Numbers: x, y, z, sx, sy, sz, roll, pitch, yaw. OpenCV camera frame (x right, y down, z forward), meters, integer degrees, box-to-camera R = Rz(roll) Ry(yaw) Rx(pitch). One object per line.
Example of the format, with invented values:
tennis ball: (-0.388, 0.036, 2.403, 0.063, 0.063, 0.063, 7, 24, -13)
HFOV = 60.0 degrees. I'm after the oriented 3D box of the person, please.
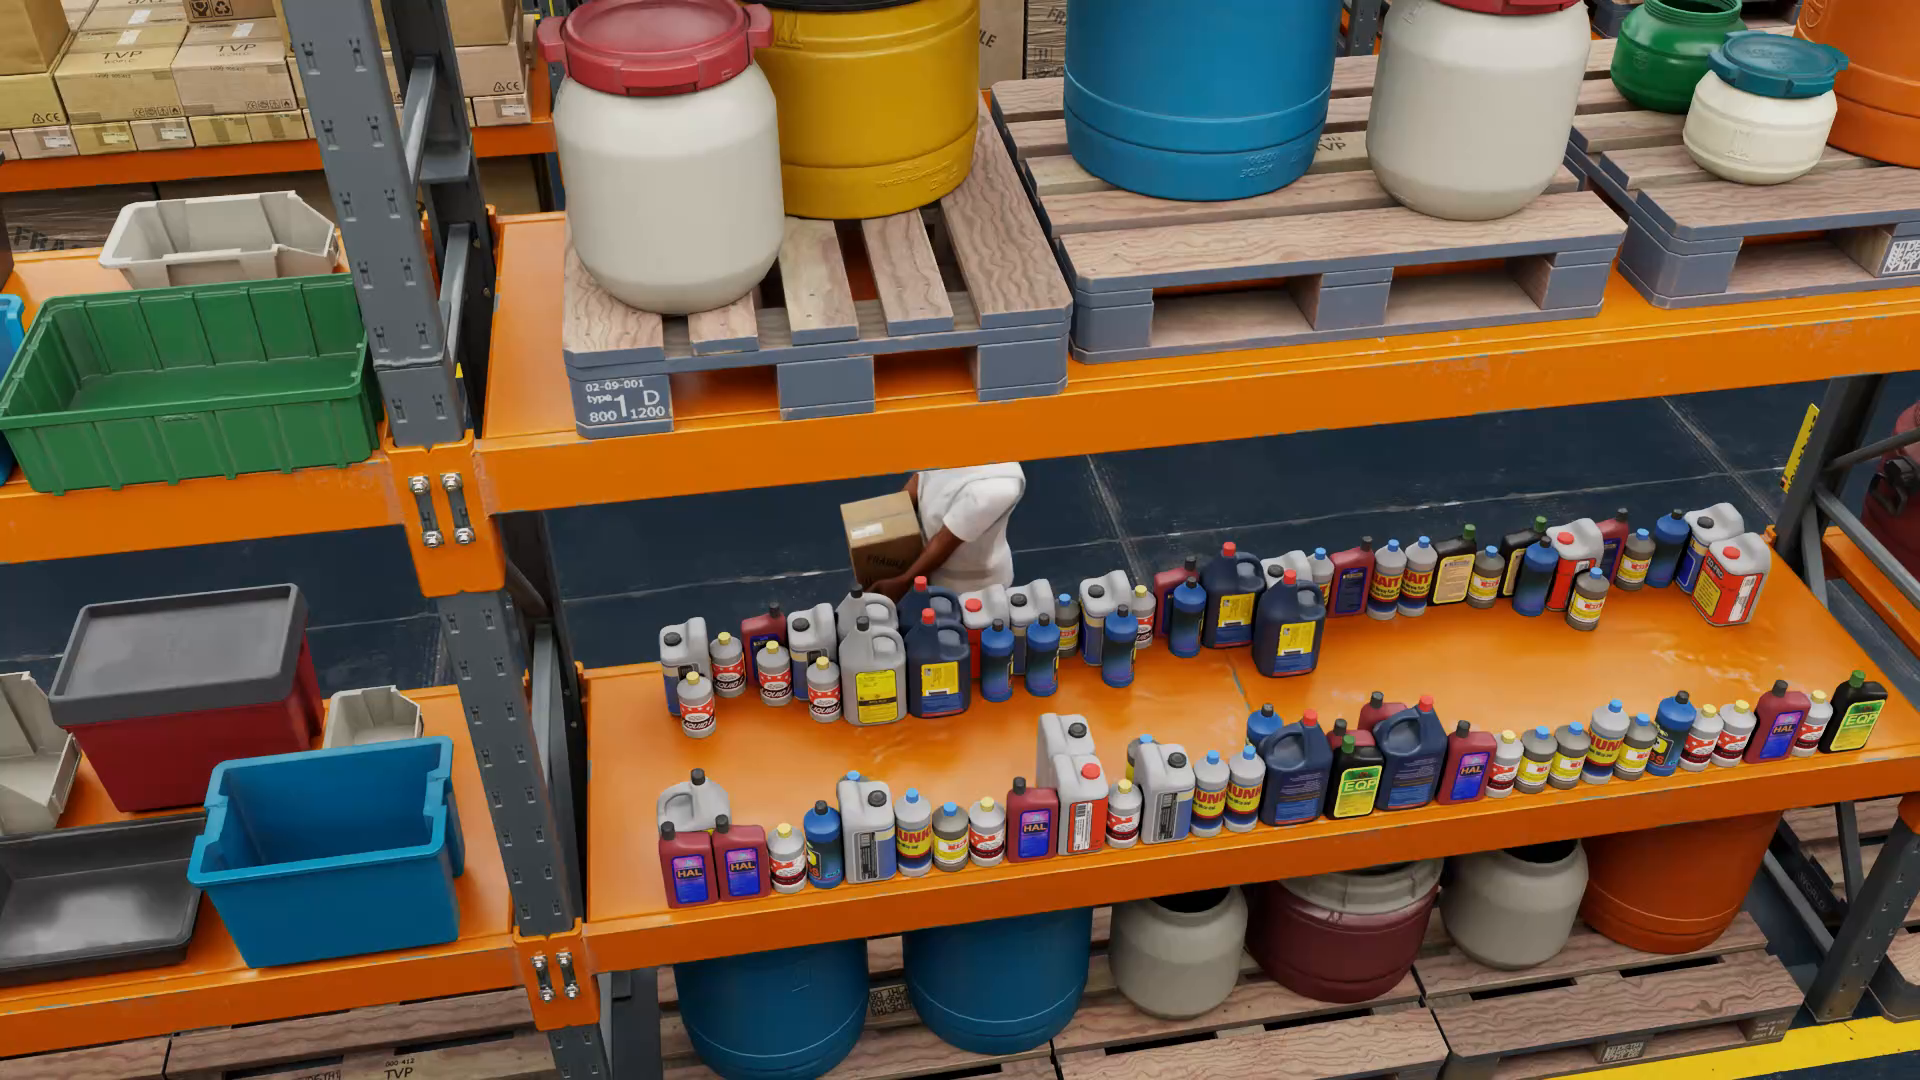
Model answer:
person: (-0.080, 0.124, 5.982, 0.575, 1.760, 0.504, -7, 39, -9)
